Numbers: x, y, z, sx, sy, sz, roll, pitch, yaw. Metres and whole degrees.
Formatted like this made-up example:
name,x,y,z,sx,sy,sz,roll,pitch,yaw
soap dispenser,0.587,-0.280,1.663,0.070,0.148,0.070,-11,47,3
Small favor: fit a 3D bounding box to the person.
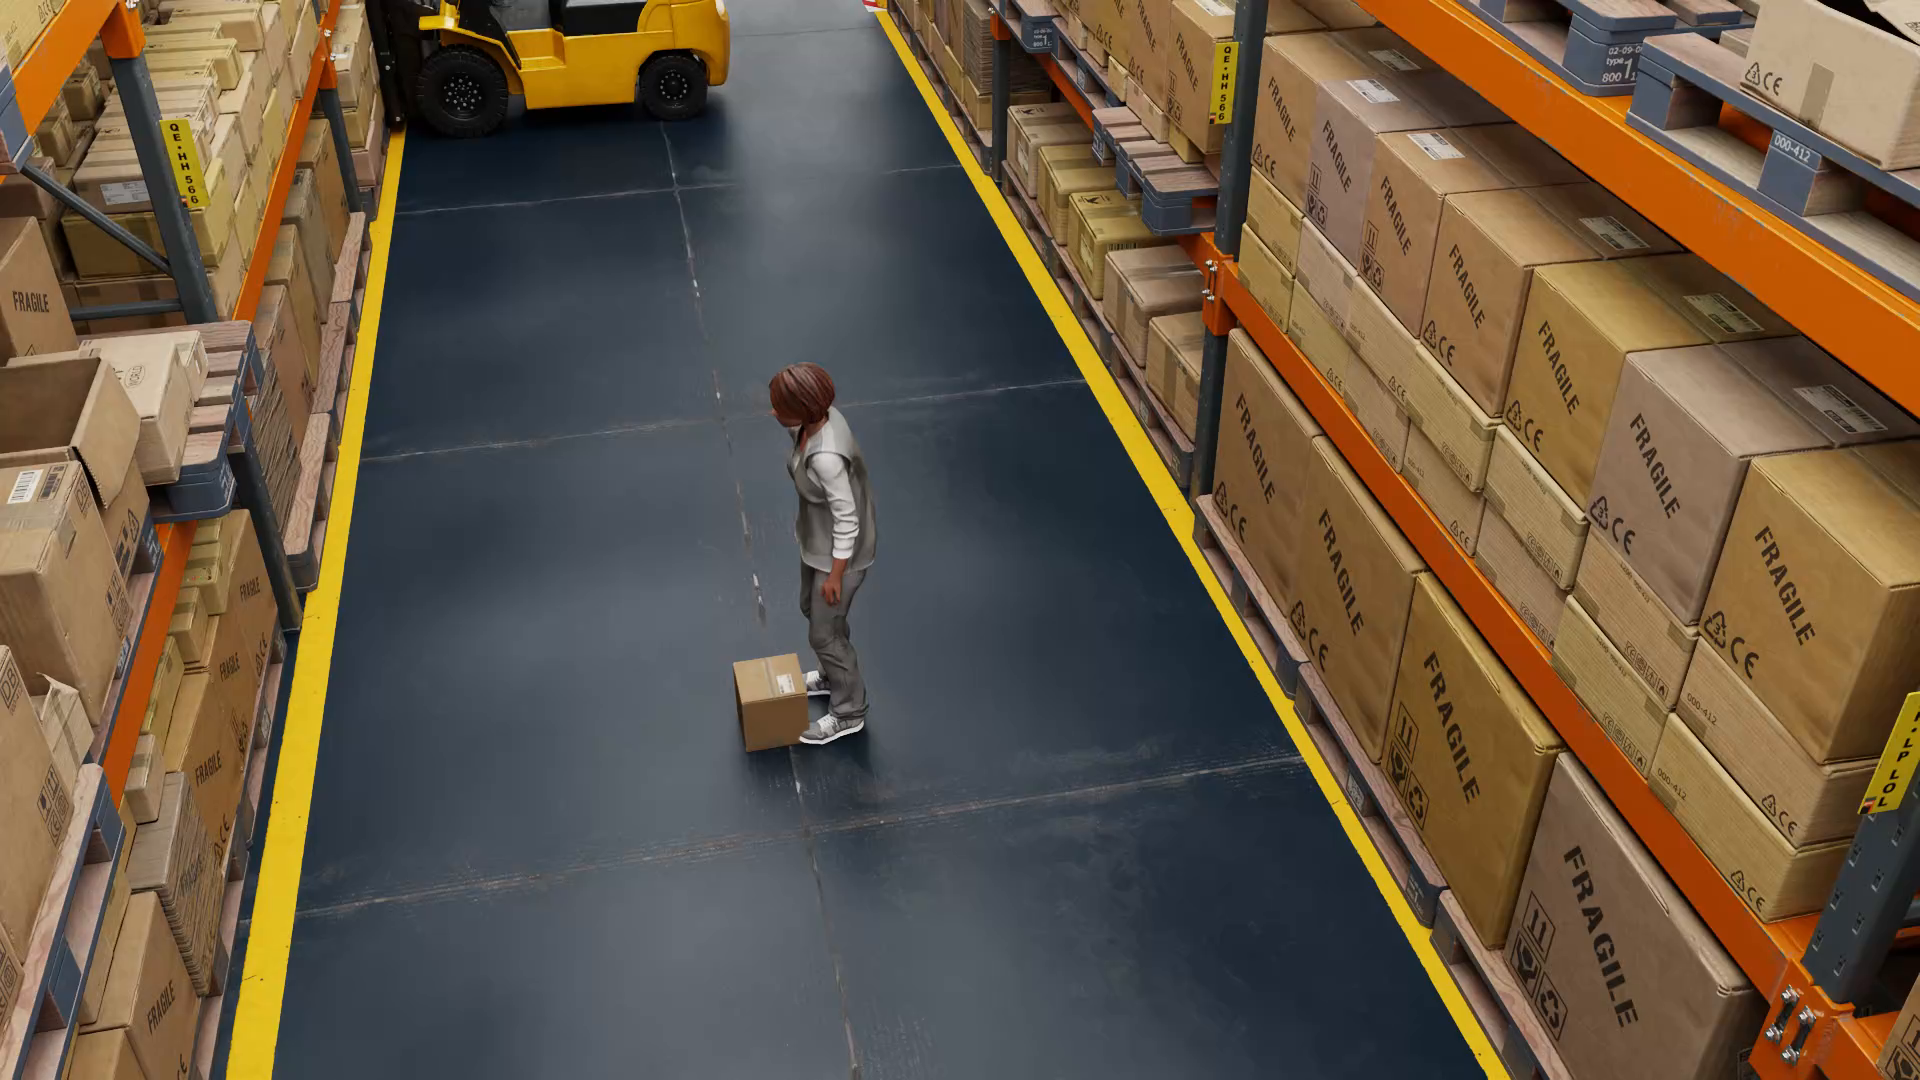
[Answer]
name,x,y,z,sx,sy,sz,roll,pitch,yaw
person,-0.489,0.040,6.097,0.347,1.592,0.475,-9,36,-13
